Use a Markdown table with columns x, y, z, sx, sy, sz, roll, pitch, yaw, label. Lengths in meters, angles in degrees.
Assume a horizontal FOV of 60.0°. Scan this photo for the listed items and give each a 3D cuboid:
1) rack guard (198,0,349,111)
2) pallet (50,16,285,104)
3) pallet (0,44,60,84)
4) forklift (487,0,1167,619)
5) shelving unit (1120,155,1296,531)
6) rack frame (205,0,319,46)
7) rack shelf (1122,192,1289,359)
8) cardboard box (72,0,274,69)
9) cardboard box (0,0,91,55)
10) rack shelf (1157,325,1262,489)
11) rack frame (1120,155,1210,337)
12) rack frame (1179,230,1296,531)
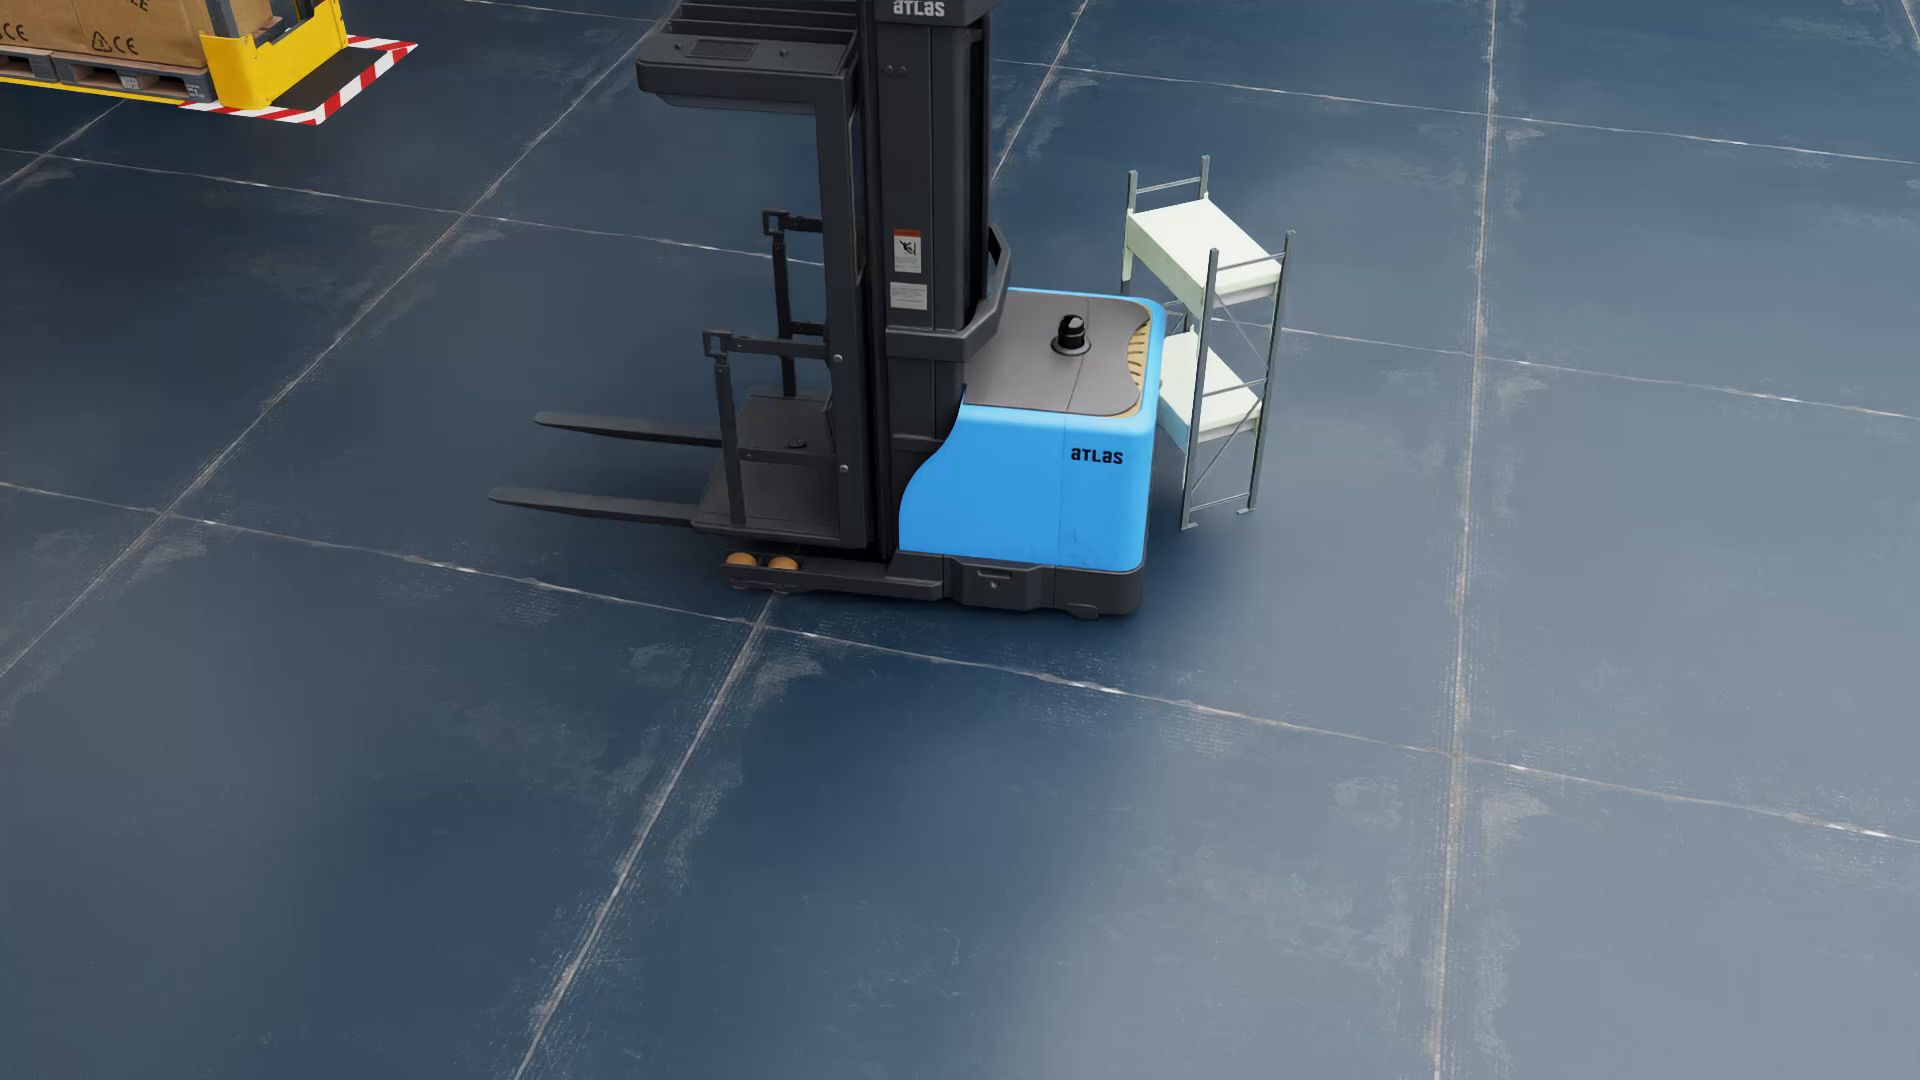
| x | y | z | sx | sy | sz | roll | pitch | yaw | label |
| --- | --- | --- | --- | --- | --- | --- | --- | --- | --- |
| -4.732 | -3.474 | 11.522 | 0.348 | 0.500 | 1.175 | 10 | 41 | 11 | rack guard |
| -5.548 | -3.451 | 11.720 | 1.213 | 0.211 | 1.003 | 10 | 41 | 11 | pallet |
| -6.723 | -3.656 | 11.963 | 1.213 | 0.211 | 1.003 | 10 | 41 | 11 | pallet |
| -0.633 | -1.211 | 6.938 | 3.031 | 2.935 | 1.130 | 6 | 40 | 7 | forklift |
| 1.080 | -0.891 | 7.669 | 0.431 | 1.500 | 0.755 | -15 | 42 | -17 | shelving unit |
| -4.755 | -4.435 | 10.723 | 0.127 | 3.000 | 1.000 | 10 | 41 | 11 | rack frame |
| 1.080 | -1.190 | 7.418 | 0.431 | 0.370 | 0.720 | -15 | 42 | -17 | rack shelf |
| -5.427 | -3.854 | 11.357 | 0.875 | 0.875 | 0.875 | 10 | 41 | 12 | cardboard box |
| -6.278 | -3.999 | 11.529 | 0.875 | 0.875 | 0.875 | 9 | 41 | 11 | cardboard box |
| 1.080 | -0.641 | 7.879 | 0.431 | 0.370 | 0.720 | -15 | 42 | -17 | rack shelf |
| 0.939 | -1.108 | 7.928 | 0.400 | 1.500 | 0.023 | -15 | 42 | -17 | rack frame |
| 1.221 | -0.674 | 7.411 | 0.400 | 1.500 | 0.023 | -15 | 42 | -17 | rack frame |
